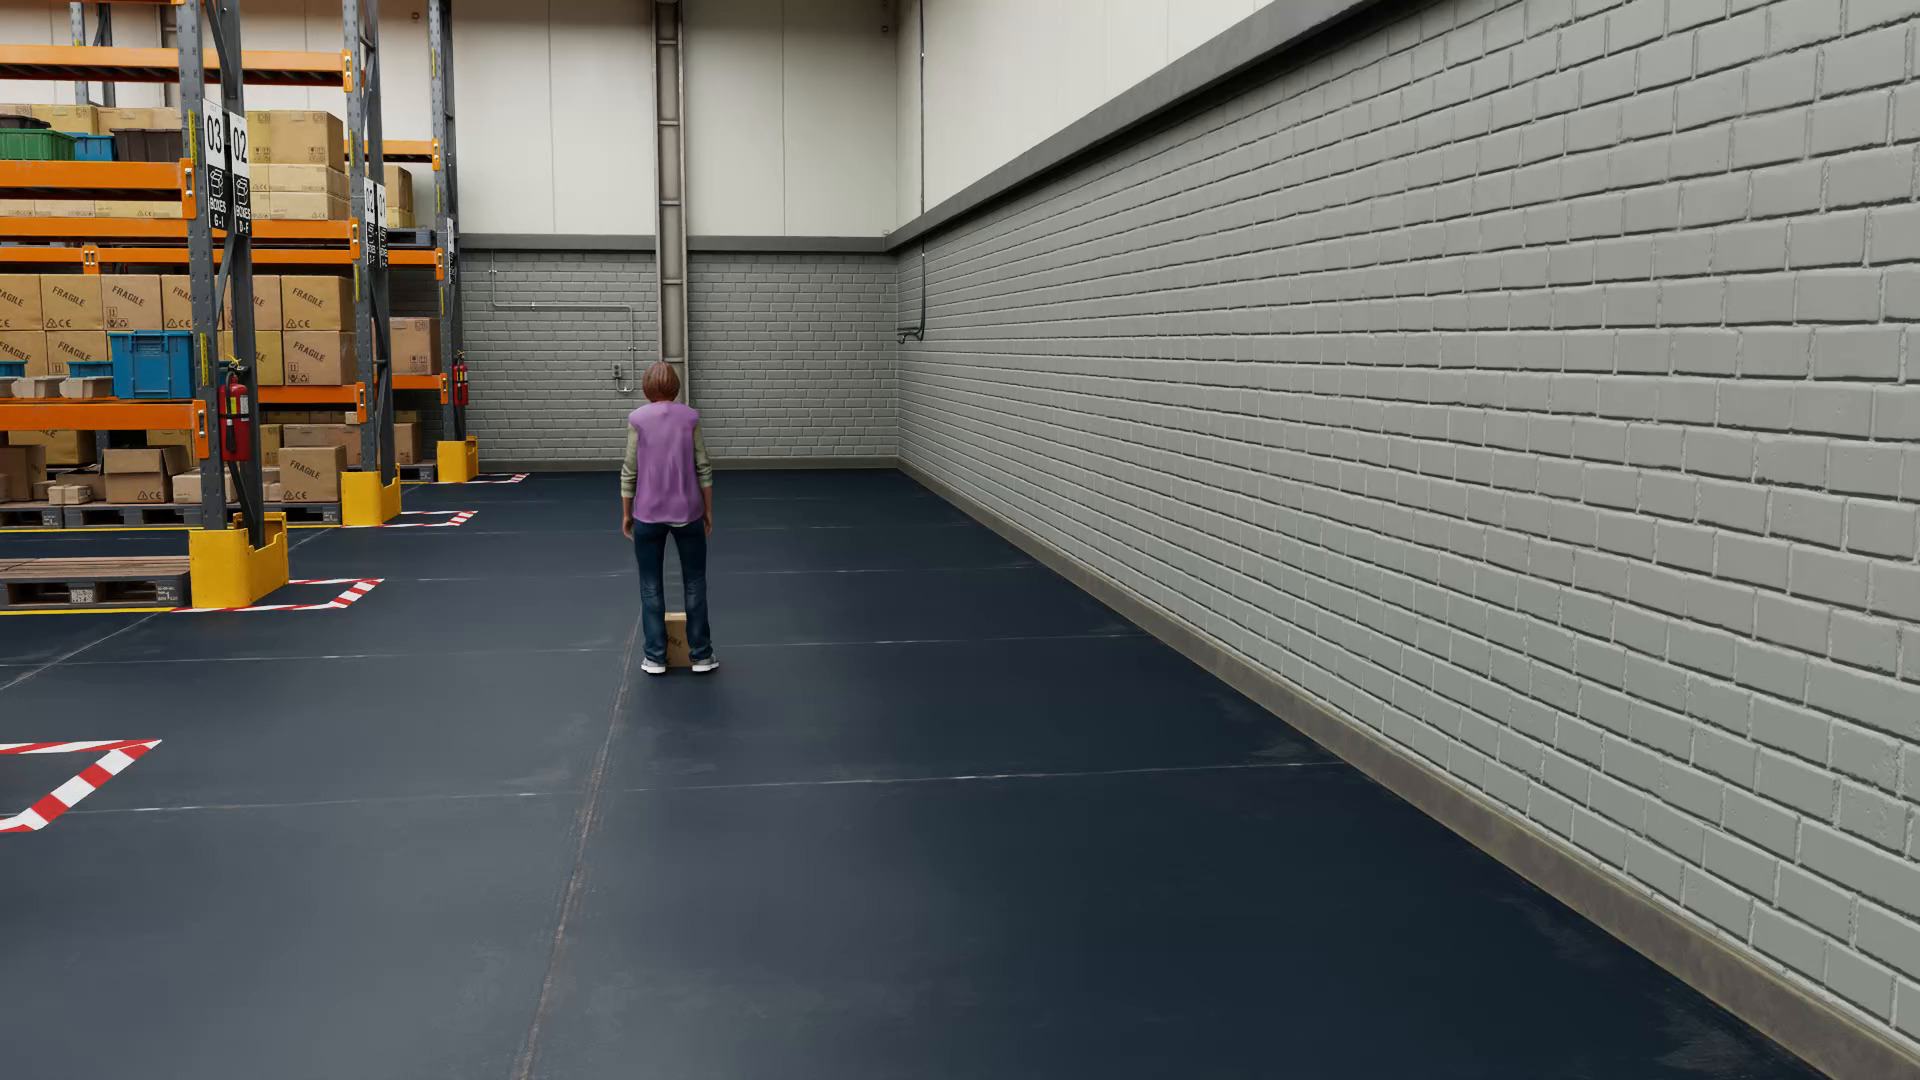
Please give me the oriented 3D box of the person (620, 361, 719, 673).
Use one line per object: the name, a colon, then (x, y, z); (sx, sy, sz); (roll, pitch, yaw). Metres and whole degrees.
person: (-1.482, -0.111, 8.476); (0.483, 1.591, 0.347); (-1, 7, -12)
